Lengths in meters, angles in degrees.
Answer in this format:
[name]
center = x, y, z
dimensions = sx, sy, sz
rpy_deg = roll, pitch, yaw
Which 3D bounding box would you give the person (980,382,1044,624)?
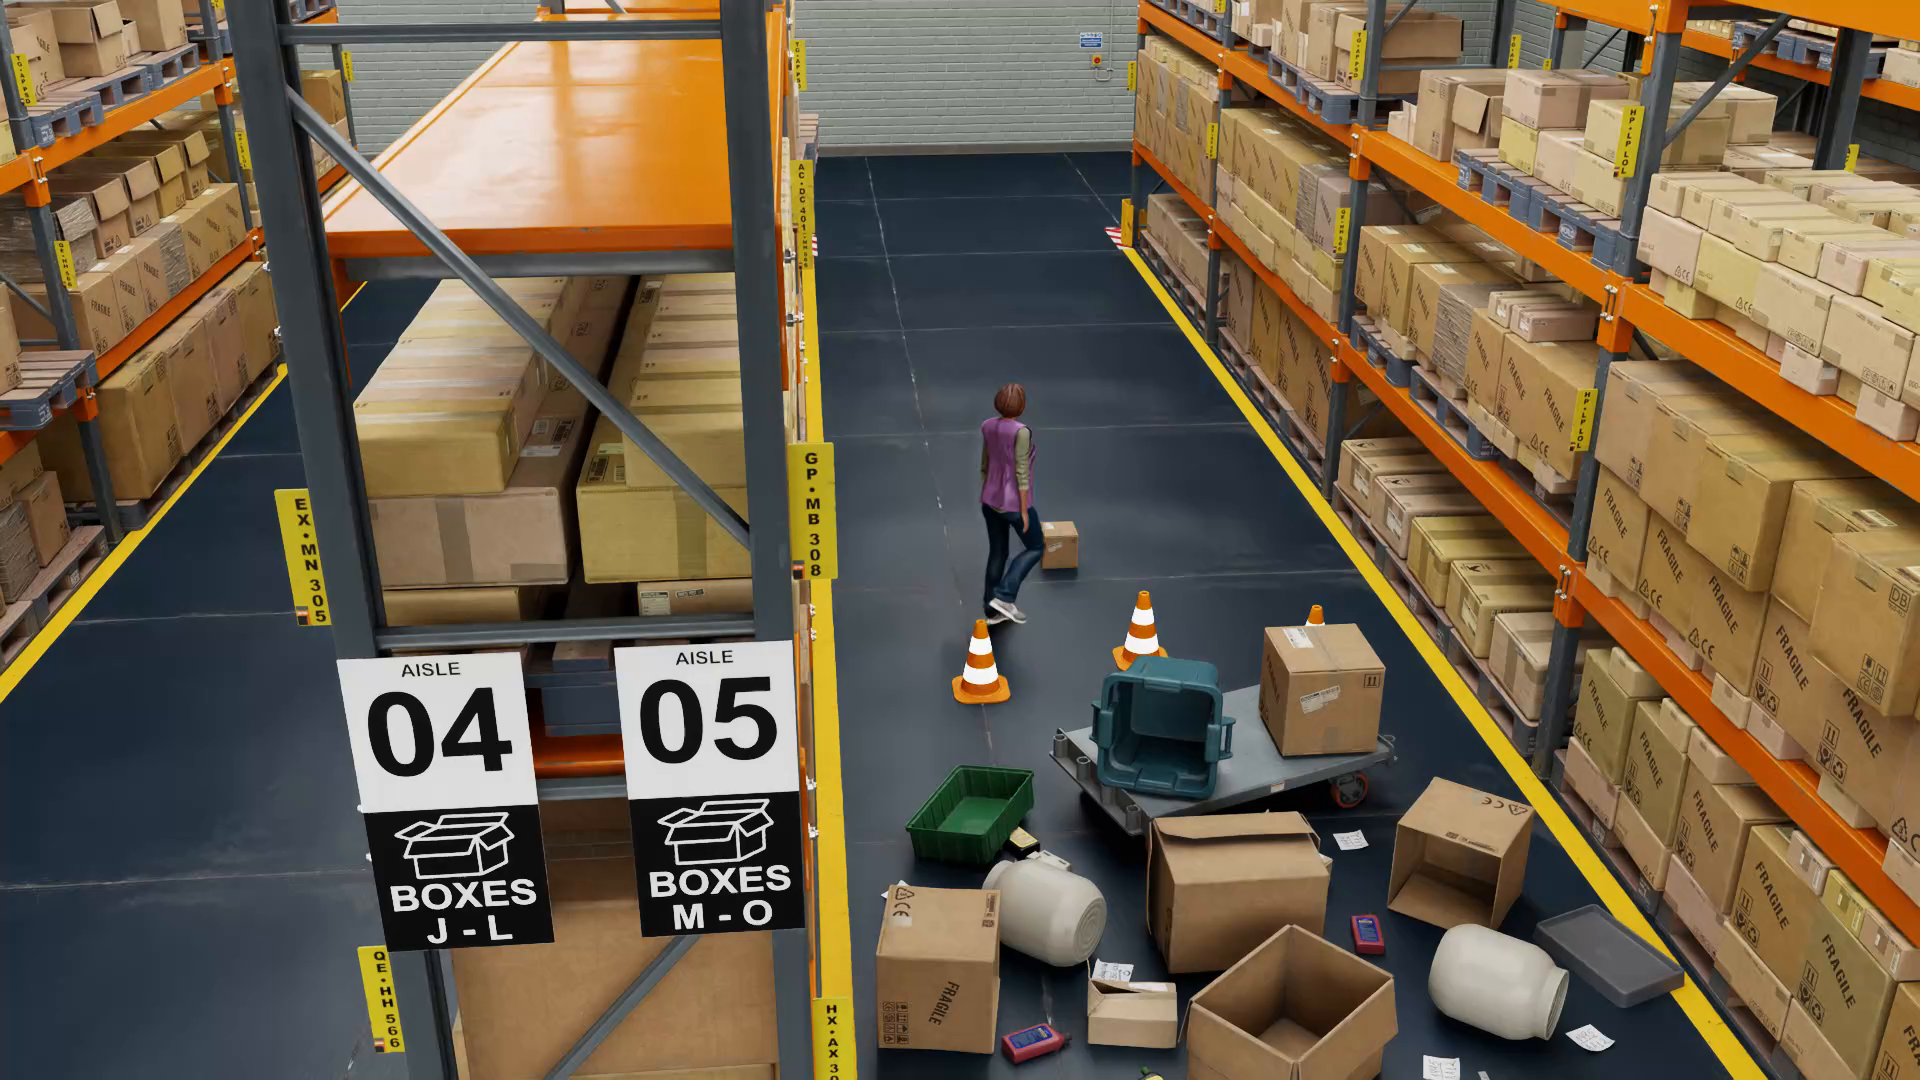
[person]
center = 0.283, -0.205, 10.539
dimensions = 0.474, 1.592, 0.443
rpy_deg = 21, 32, 39
